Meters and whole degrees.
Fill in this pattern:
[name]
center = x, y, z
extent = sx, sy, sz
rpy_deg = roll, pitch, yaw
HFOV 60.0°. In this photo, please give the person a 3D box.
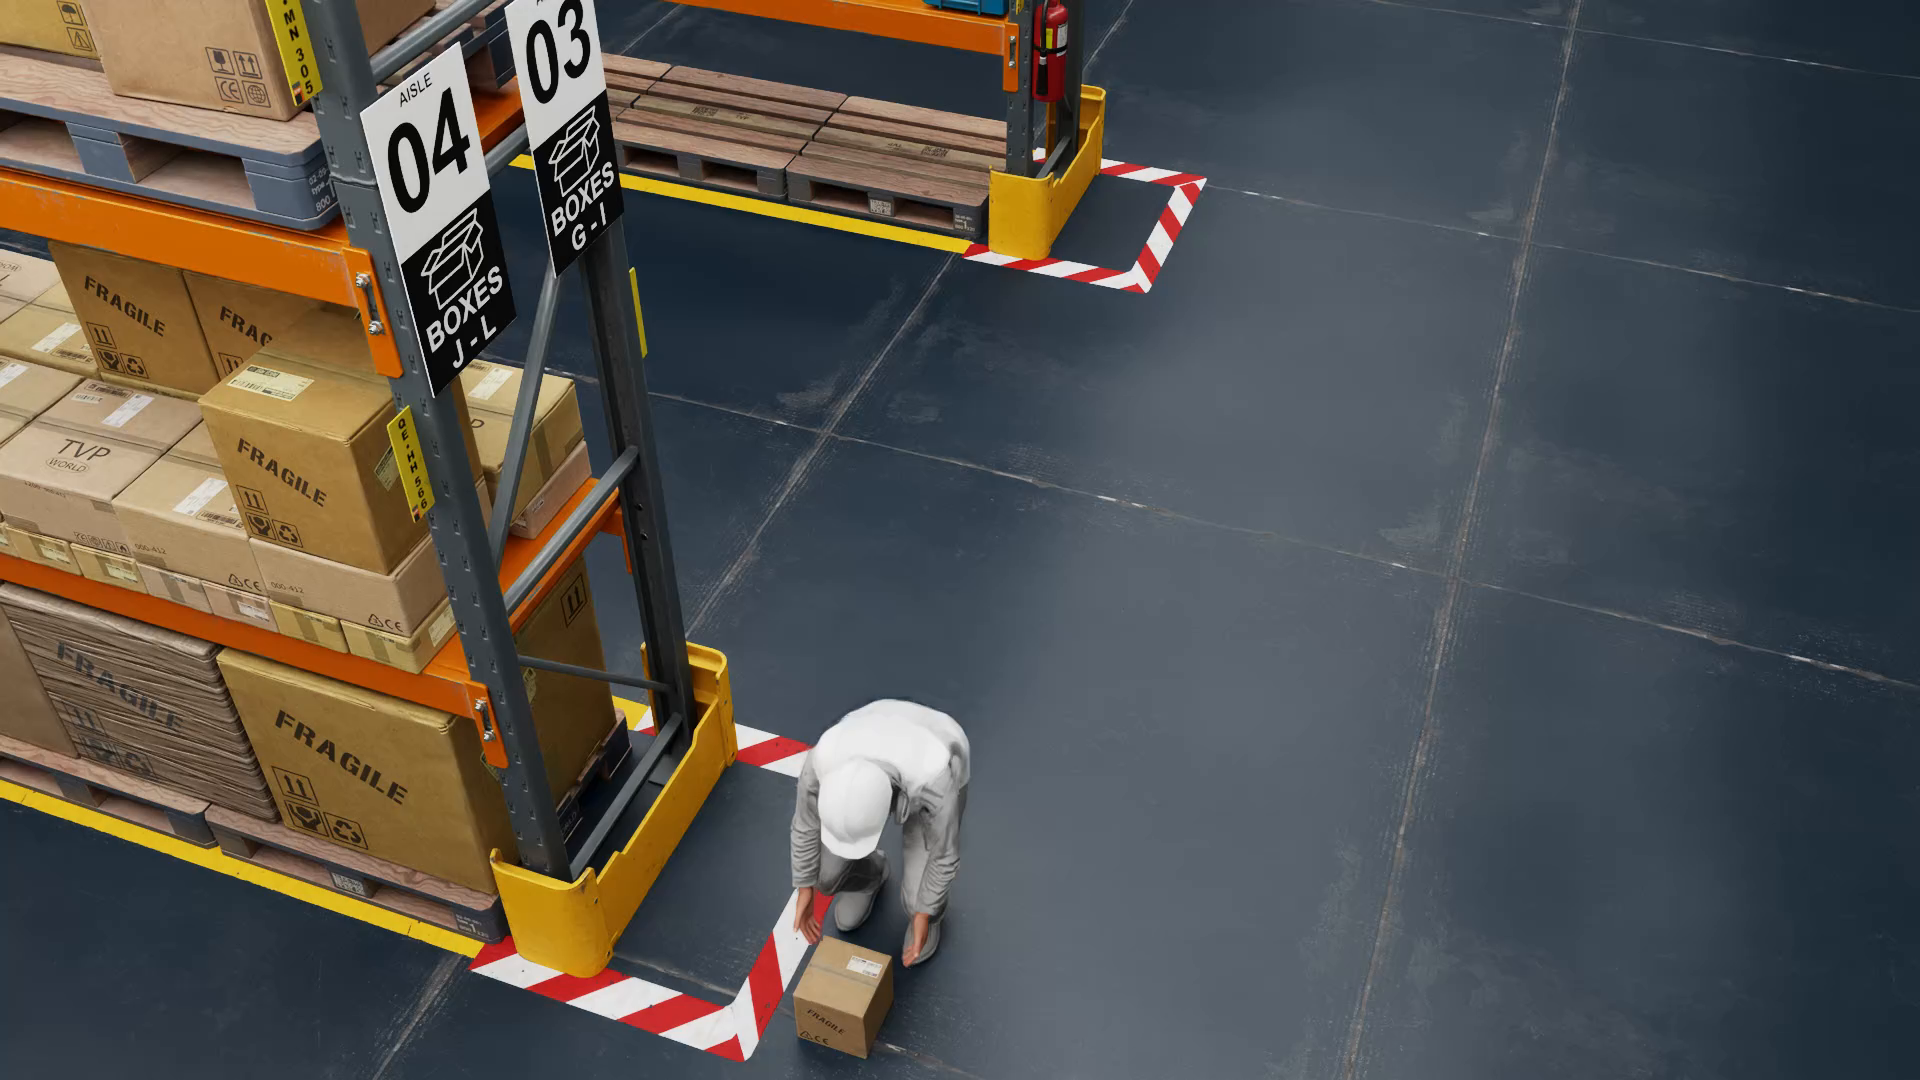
[person]
center = -0.225, 0.946, 5.488
extent = 0.573, 1.211, 0.851
rpy_deg = 13, 43, 15
